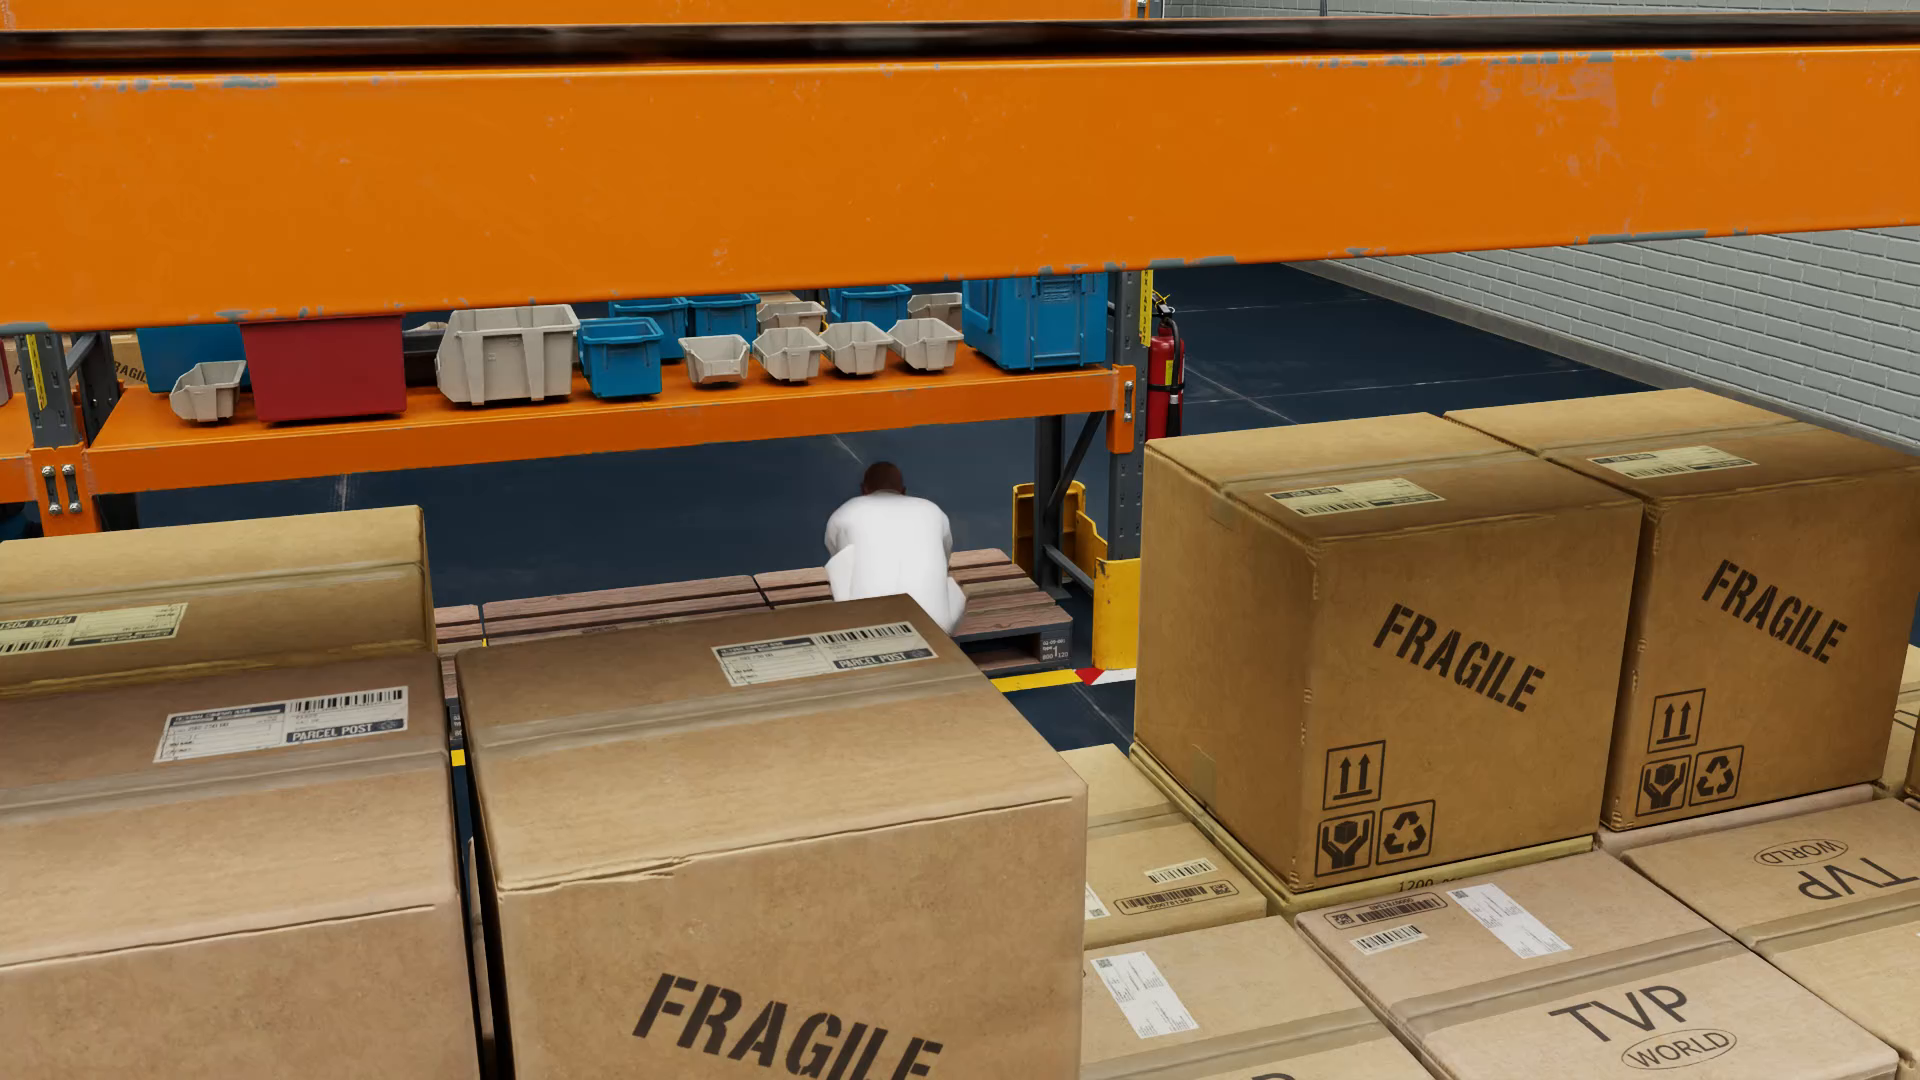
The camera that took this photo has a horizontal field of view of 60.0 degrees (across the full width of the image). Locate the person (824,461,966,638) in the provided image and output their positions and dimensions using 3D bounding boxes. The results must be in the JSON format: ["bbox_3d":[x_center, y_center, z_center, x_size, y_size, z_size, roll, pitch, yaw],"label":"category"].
[{"bbox_3d":[-0.273,0.154,7.016,0.591,0.889,1.131,0,19,-1],"label":"person"}]
